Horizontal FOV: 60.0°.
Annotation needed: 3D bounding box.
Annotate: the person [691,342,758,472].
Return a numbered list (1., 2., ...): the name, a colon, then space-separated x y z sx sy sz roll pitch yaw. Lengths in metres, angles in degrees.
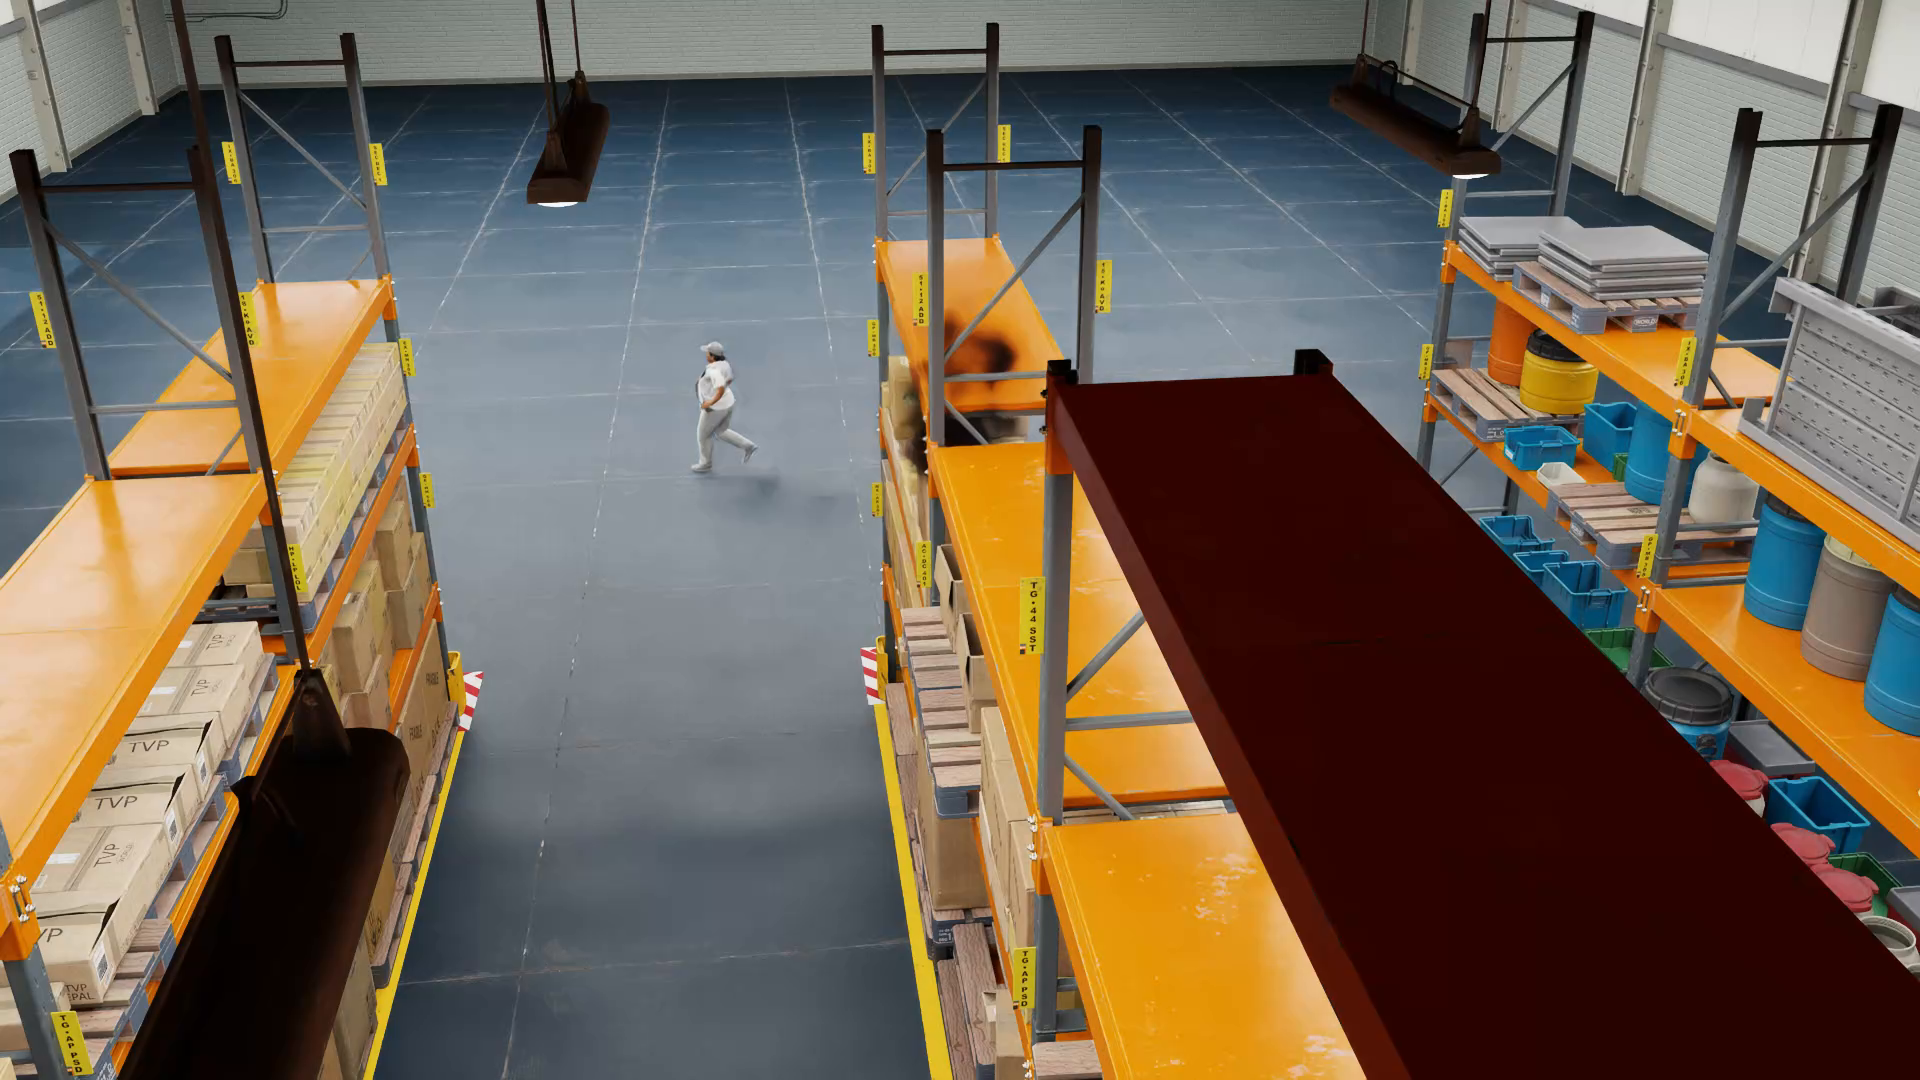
1. person: -2.875 -1.572 19.904 0.849 1.659 0.607 7 26 15
